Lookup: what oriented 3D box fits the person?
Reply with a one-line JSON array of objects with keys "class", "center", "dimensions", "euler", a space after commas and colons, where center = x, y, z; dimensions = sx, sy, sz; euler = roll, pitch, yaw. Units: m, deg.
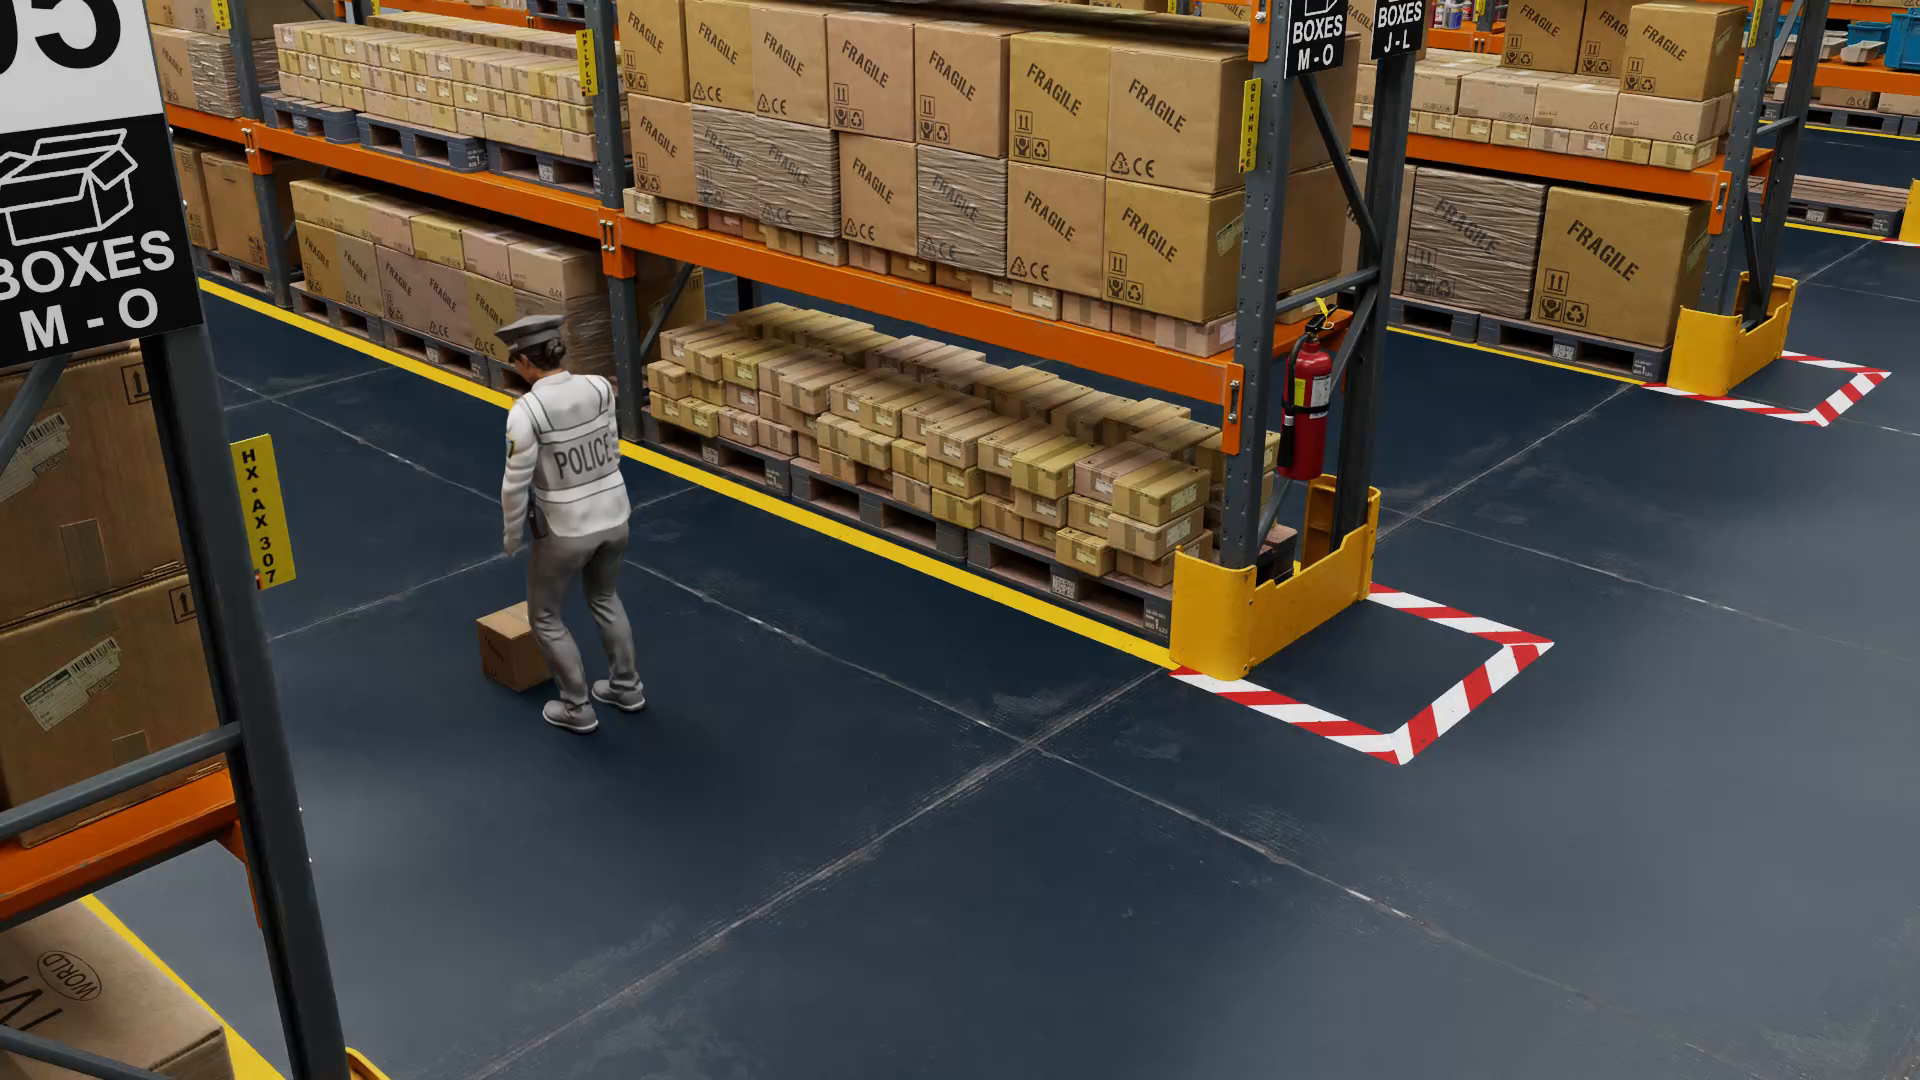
[{"class": "person", "center": [-1.484, -0.048, 6.272], "dimensions": [0.446, 1.626, 0.500], "euler": [21, 32, 39]}]
